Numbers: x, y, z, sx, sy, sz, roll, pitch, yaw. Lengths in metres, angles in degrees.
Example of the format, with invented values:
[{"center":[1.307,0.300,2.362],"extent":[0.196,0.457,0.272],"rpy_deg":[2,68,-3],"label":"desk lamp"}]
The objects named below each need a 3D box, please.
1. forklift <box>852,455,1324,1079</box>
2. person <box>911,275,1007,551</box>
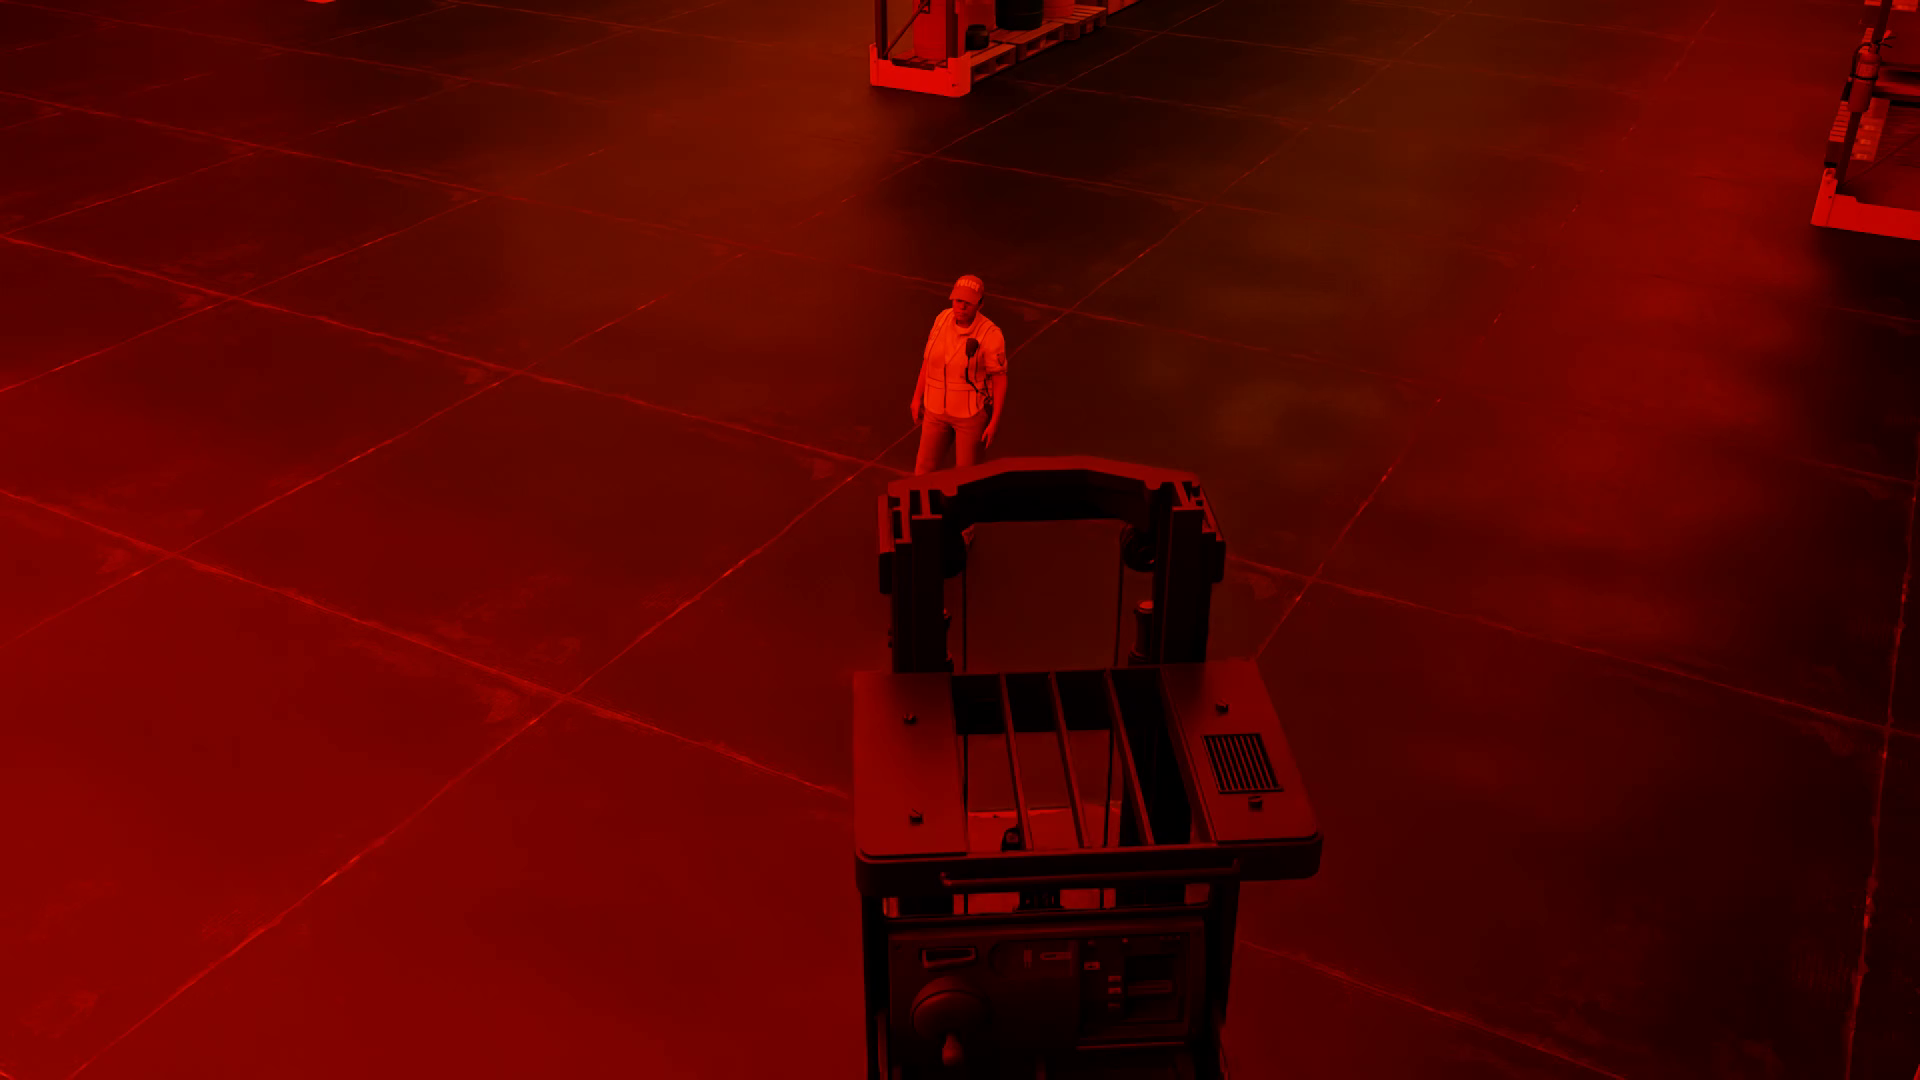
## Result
[{"center":[0.274,1.371,4.695],"extent":[1.130,2.935,3.031],"rpy_deg":[-2,30,-3],"label":"forklift"},{"center":[-0.057,-0.700,9.534],"extent":[0.598,1.670,0.529],"rpy_deg":[15,33,25],"label":"person"}]
